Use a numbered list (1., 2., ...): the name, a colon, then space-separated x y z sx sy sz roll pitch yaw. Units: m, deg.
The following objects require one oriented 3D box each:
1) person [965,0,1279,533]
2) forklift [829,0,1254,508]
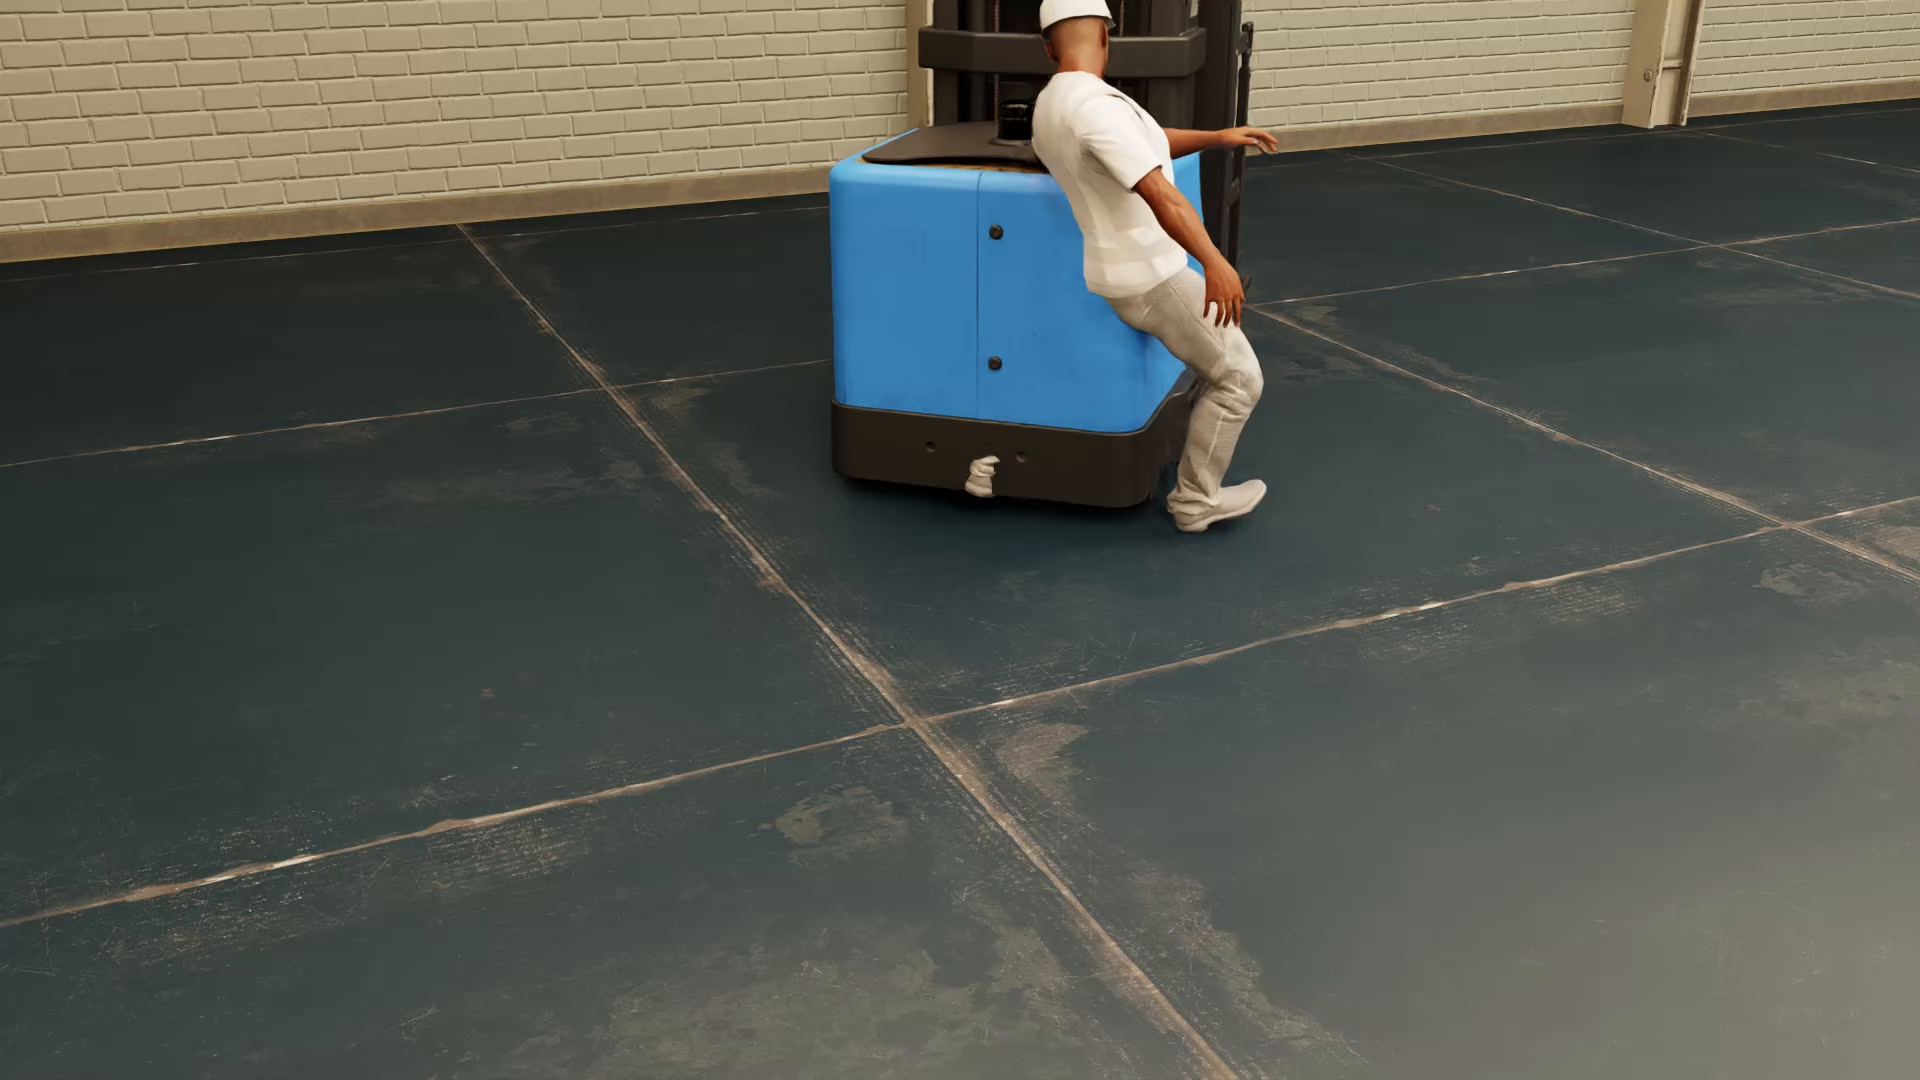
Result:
1. person: 0.571 -0.795 4.934 0.884 1.633 0.842 -12 26 -27
2. forklift: 0.523 -1.990 6.077 1.130 2.935 3.031 7 24 17
